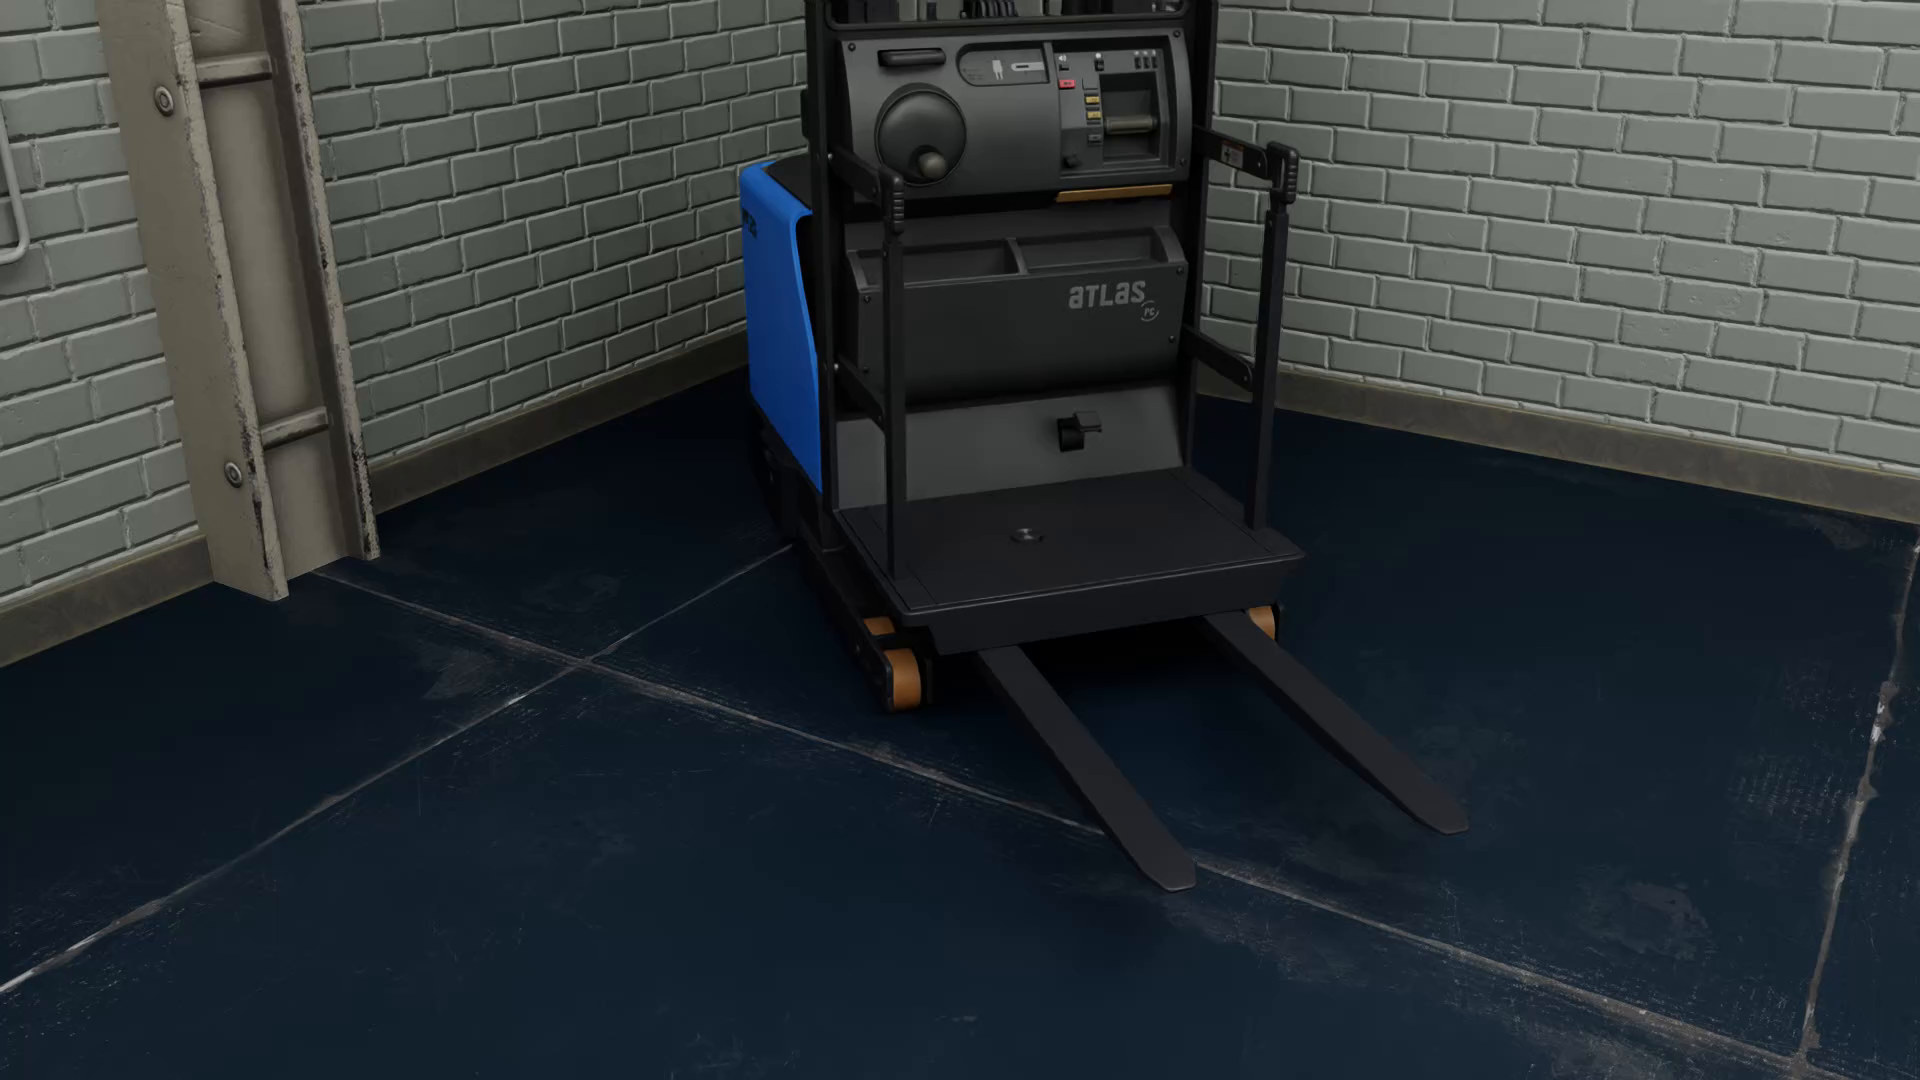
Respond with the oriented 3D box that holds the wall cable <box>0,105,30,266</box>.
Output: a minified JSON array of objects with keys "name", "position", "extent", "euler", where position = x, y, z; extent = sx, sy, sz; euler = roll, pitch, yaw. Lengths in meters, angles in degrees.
[{"name":"wall cable","position":[-2.839,-1.301,3.200],"extent":[0.084,1.984,1.851],"euler":[14,27,29]}]

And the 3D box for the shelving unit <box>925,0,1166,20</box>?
[{"name":"shelving unit","position":[0.304,-1.211,6.159],"extent":[0.755,1.500,0.431],"euler":[-14,27,-29]}]

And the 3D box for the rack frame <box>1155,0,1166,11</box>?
[{"name":"rack frame","position":[0.615,-1.287,6.335],"extent":[0.023,1.500,0.400],"euler":[-14,27,-29]}]

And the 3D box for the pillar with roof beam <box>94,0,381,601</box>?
[{"name":"pillar with roof beam","position":[1.636,-3.147,1.193],"extent":[9.100,9.000,0.400],"euler":[14,27,29]}]

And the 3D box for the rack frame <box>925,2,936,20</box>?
[{"name":"rack frame","position":[-0.008,-1.135,5.983],"extent":[0.023,1.500,0.400],"euler":[-14,27,-29]}]

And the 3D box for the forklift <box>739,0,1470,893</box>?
[{"name":"forklift","position":[0.228,-1.087,4.071],"extent":[1.130,2.935,3.031],"euler":[-8,25,-17]}]
